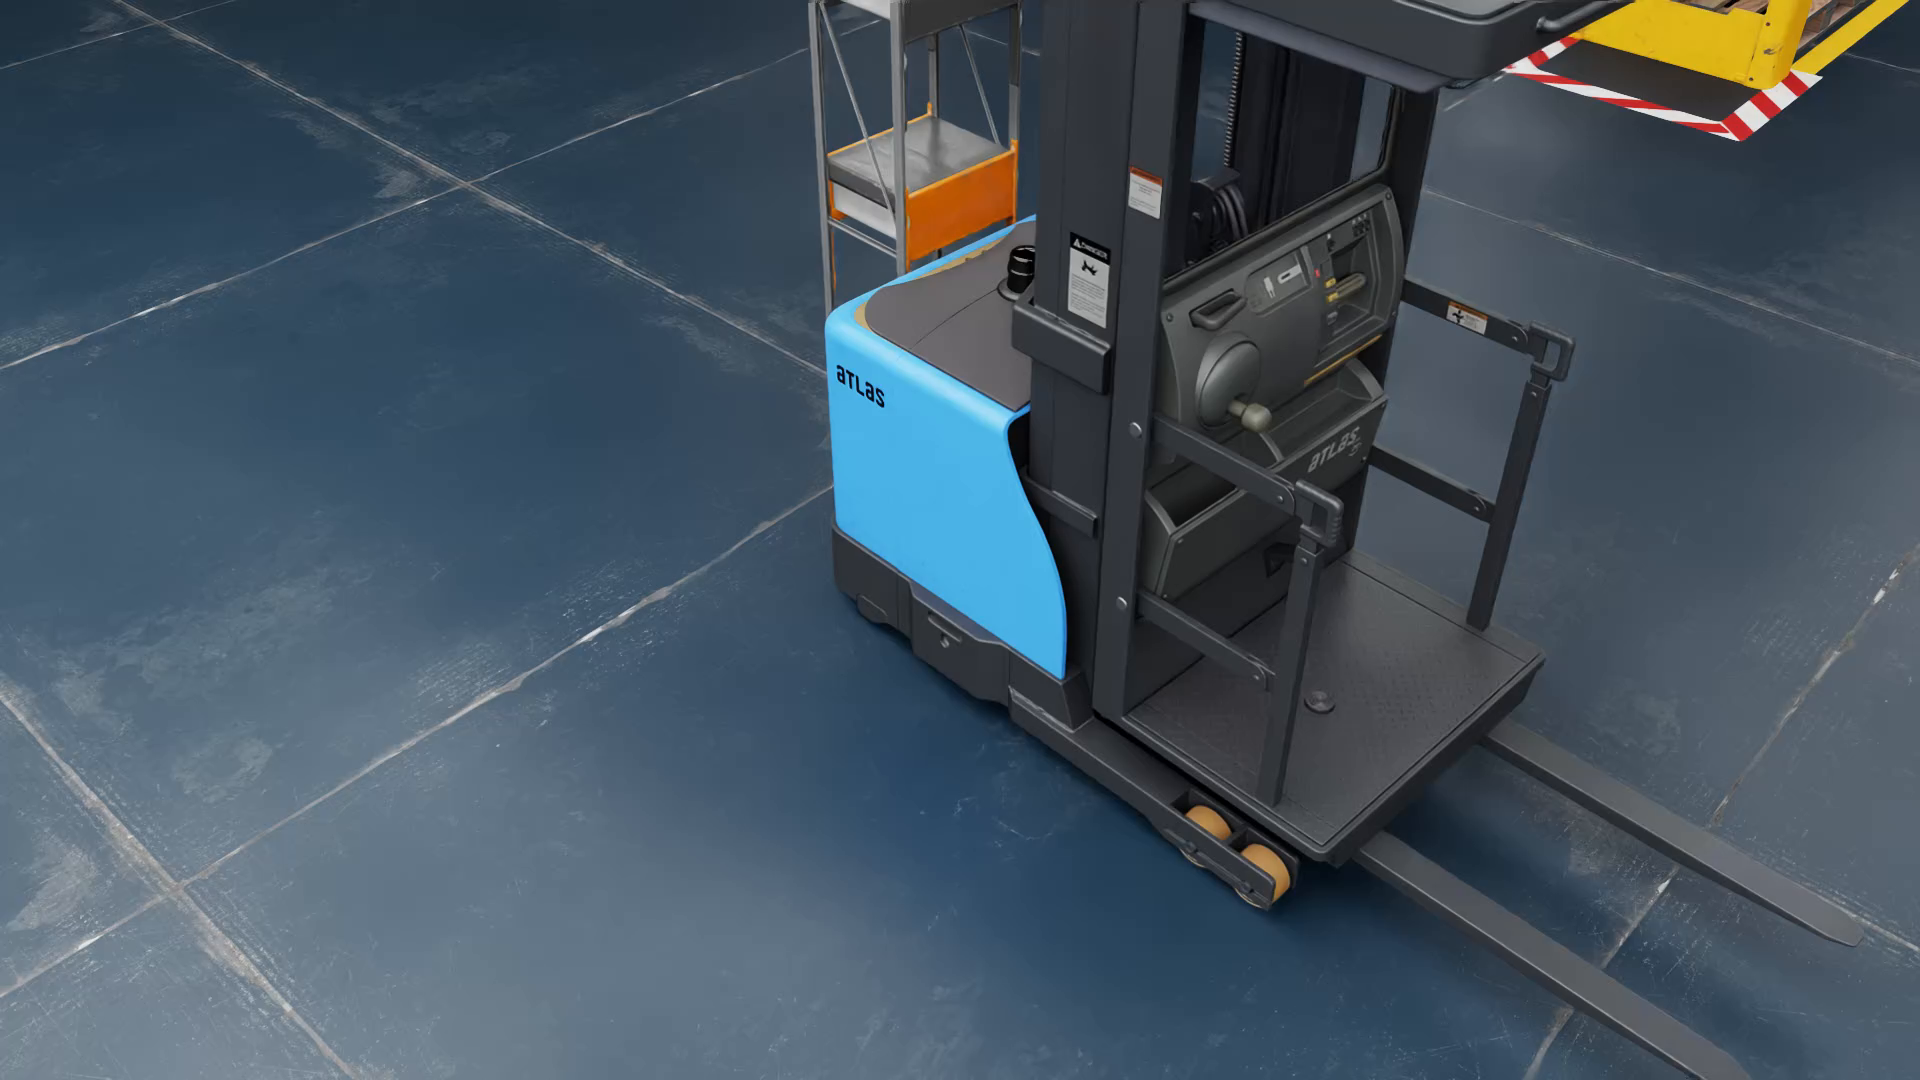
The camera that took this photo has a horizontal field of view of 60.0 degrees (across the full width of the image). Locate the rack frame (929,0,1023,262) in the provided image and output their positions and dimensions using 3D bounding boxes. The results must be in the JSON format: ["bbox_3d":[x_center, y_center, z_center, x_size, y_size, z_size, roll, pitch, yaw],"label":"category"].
[{"bbox_3d":[0.044,-1.164,5.526,0.015,2.100,0.400,-31,48,-33],"label":"rack frame"}]

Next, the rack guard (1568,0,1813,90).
[{"bbox_3d":[3.907,-2.865,8.951,1.175,0.500,0.348,30,47,32],"label":"rack guard"}]

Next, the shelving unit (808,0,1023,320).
[{"bbox_3d":[-0.131,-1.058,5.394,0.503,2.100,0.431,-31,48,-33],"label":"shelving unit"}]

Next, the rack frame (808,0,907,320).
[{"bbox_3d":[-0.306,-0.953,5.261,0.015,2.100,0.400,-31,48,-33],"label":"rack frame"}]

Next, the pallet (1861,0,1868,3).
[{"bbox_3d":[5.282,-3.680,10.209,1.003,0.211,1.213,30,47,32],"label":"pallet"}]

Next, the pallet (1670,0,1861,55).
[{"bbox_3d":[4.459,-3.123,9.507,1.003,0.211,1.213,30,47,32],"label":"pallet"}]

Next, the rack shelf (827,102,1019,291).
[{"bbox_3d":[-0.131,-1.048,5.402,0.480,0.518,0.431,-31,48,-33],"label":"rack shelf"}]

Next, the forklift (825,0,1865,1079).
[{"bbox_3d":[0.971,-0.522,4.051,1.130,2.935,3.031,-31,48,-33],"label":"forklift"}]

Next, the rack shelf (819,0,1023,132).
[{"bbox_3d":[-0.131,-1.596,4.967,0.480,0.518,0.431,-31,48,-33],"label":"rack shelf"}]
